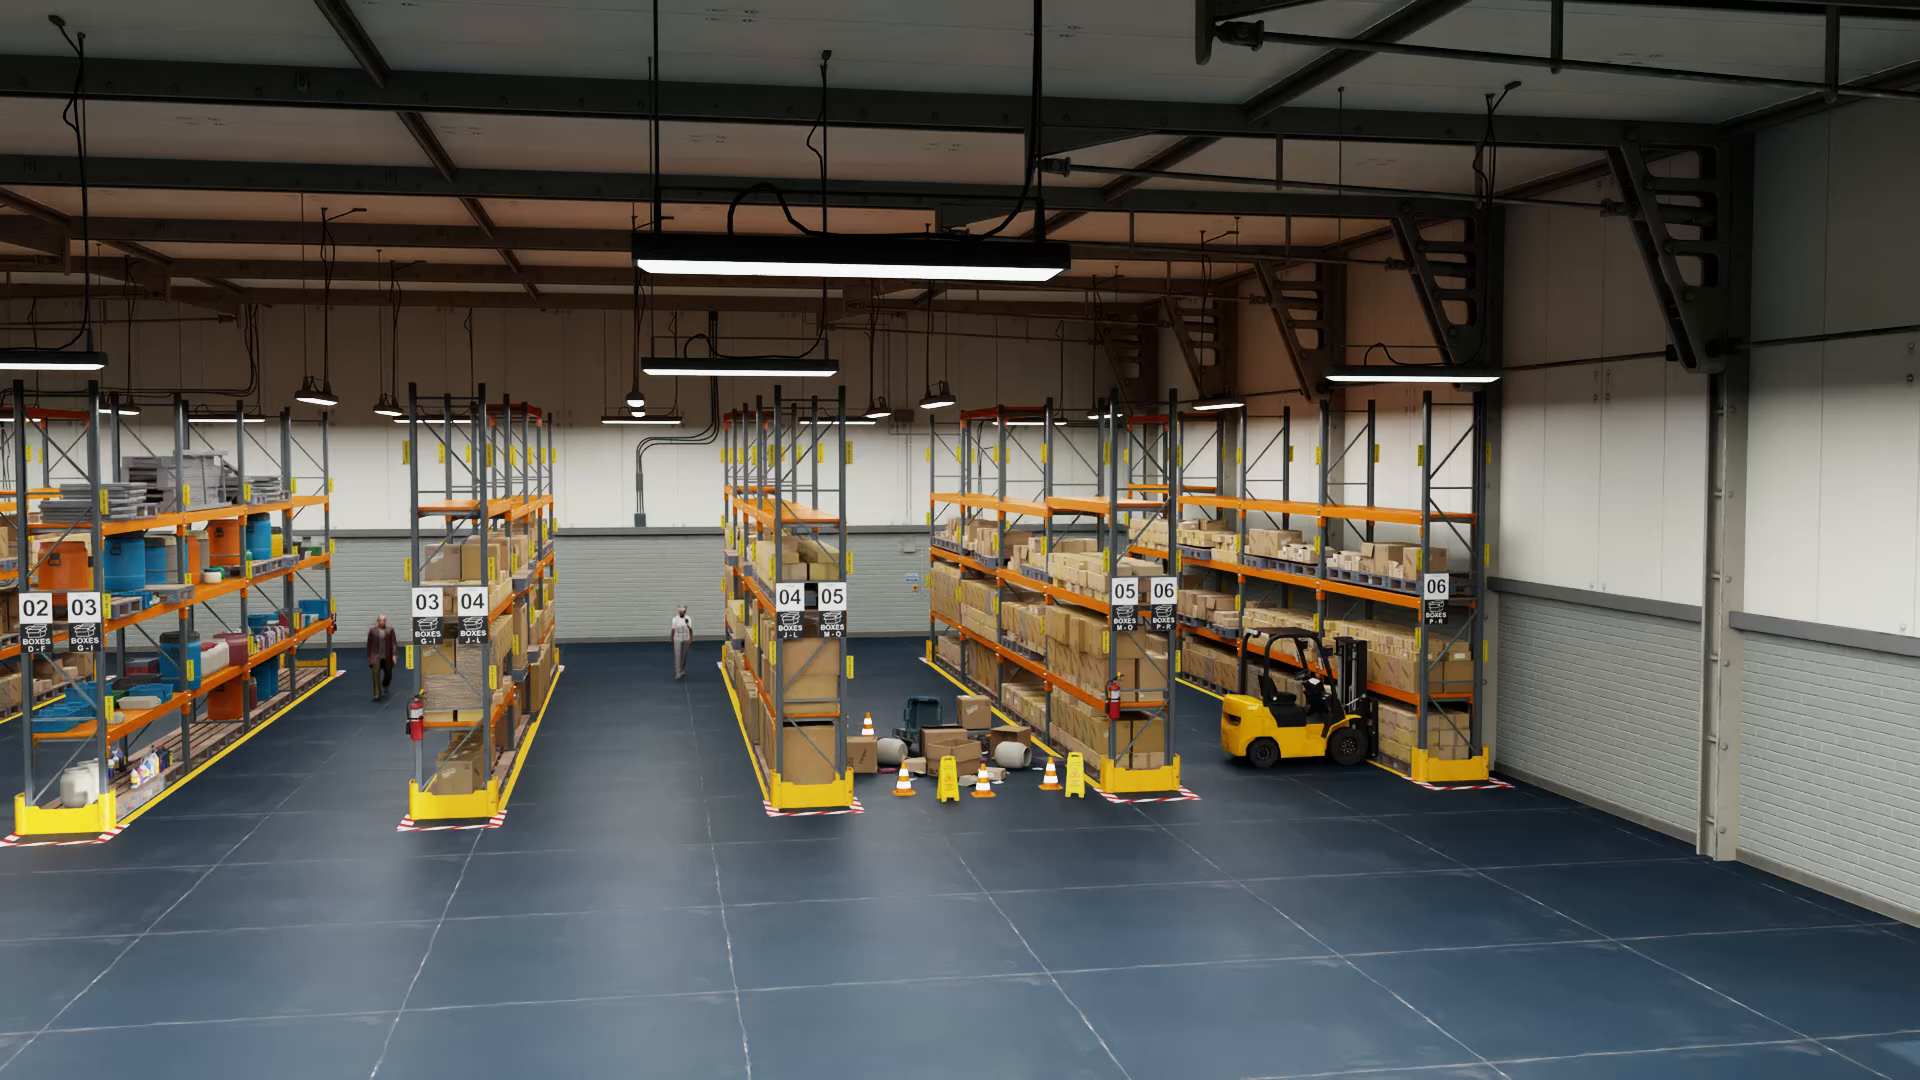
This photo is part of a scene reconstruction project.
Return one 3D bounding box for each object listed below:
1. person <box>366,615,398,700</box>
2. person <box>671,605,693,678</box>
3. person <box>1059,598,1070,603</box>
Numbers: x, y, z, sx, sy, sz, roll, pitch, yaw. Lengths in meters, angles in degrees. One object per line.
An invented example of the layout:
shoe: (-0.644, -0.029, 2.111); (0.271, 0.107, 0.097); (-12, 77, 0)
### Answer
person: (-11.957, 2.424, 34.383); (0.604, 1.665, 1.124); (-1, 3, -27)
person: (-6.254, 2.268, 37.464); (0.469, 1.623, 0.977); (-1, 3, -22)
person: (2.677, 2.032, 42.356); (0.967, 1.634, 0.435); (-1, 3, -15)
